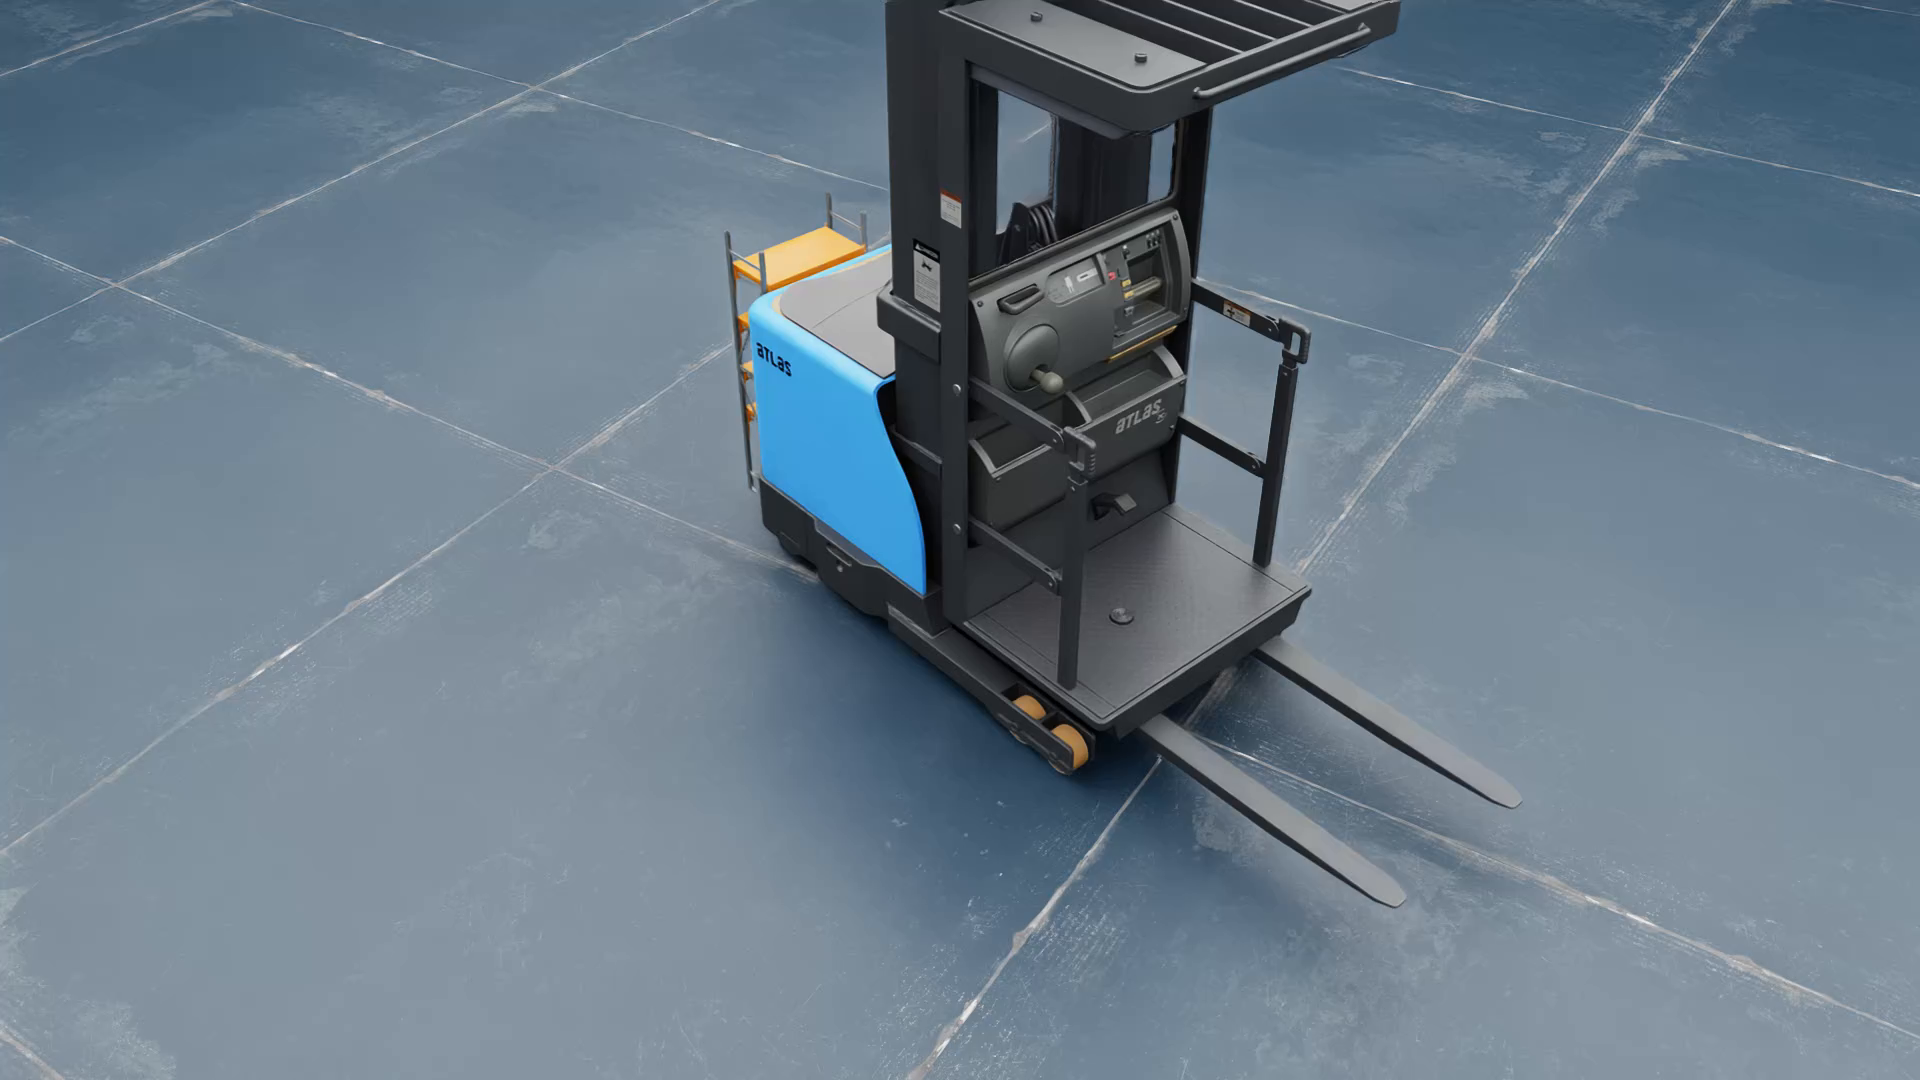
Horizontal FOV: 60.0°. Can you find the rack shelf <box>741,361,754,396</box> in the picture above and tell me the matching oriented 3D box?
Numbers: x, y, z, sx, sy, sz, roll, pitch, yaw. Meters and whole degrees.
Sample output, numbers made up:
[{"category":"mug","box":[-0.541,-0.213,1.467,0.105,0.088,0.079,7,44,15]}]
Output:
[{"category":"rack shelf","box":[-0.629,-0.691,6.773,0.480,0.148,0.258,-29,46,-32]}]

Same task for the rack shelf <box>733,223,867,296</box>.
[{"category":"rack shelf","box":[-0.629,-1.055,6.492,0.480,0.148,0.258,-29,46,-32]}]

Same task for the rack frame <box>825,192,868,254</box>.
[{"category":"rack frame","box":[-0.447,-0.843,6.861,0.015,1.200,0.240,-29,46,-32]}]

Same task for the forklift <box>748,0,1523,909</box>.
[{"category":"forklift","box":[0.550,-0.714,5.275,1.130,2.935,3.031,-28,46,-32]}]

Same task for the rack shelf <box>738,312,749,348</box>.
[{"category":"rack shelf","box":[-0.629,-0.868,6.637,0.480,0.148,0.258,-29,46,-32]}]

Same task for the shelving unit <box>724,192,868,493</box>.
[{"category":"shelving unit","box":[-0.629,-0.744,6.732,0.503,1.200,0.258,-29,46,-32]}]

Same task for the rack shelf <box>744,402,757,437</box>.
[{"category":"rack shelf","box":[-0.629,-0.533,6.895,0.480,0.148,0.258,-29,46,-32]}]

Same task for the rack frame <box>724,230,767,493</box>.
[{"category":"rack frame","box":[-0.810,-0.644,6.603,0.015,1.200,0.240,-29,46,-32]}]
